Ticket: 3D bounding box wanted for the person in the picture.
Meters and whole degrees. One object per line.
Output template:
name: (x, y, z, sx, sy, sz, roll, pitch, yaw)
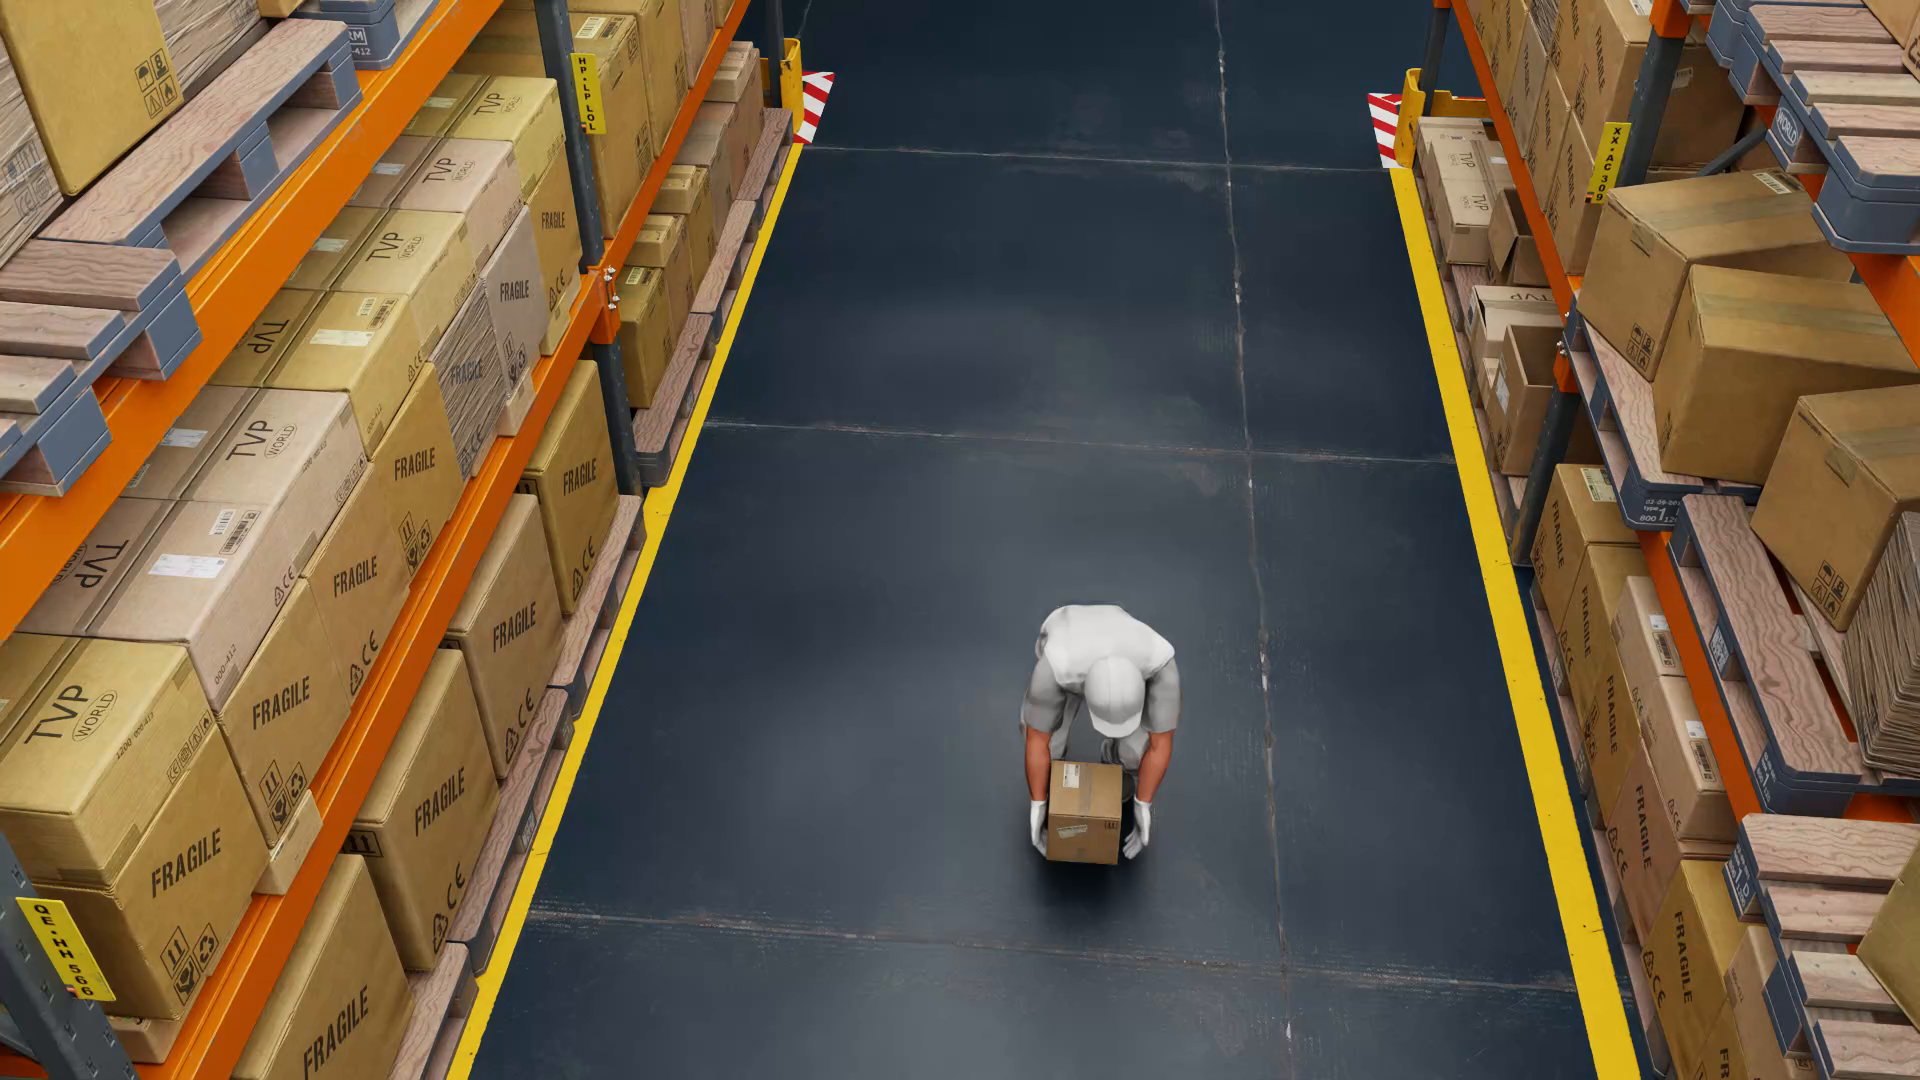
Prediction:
person: (0.502, 0.604, 6.020, 0.574, 1.015, 0.882, 3, 40, 4)
